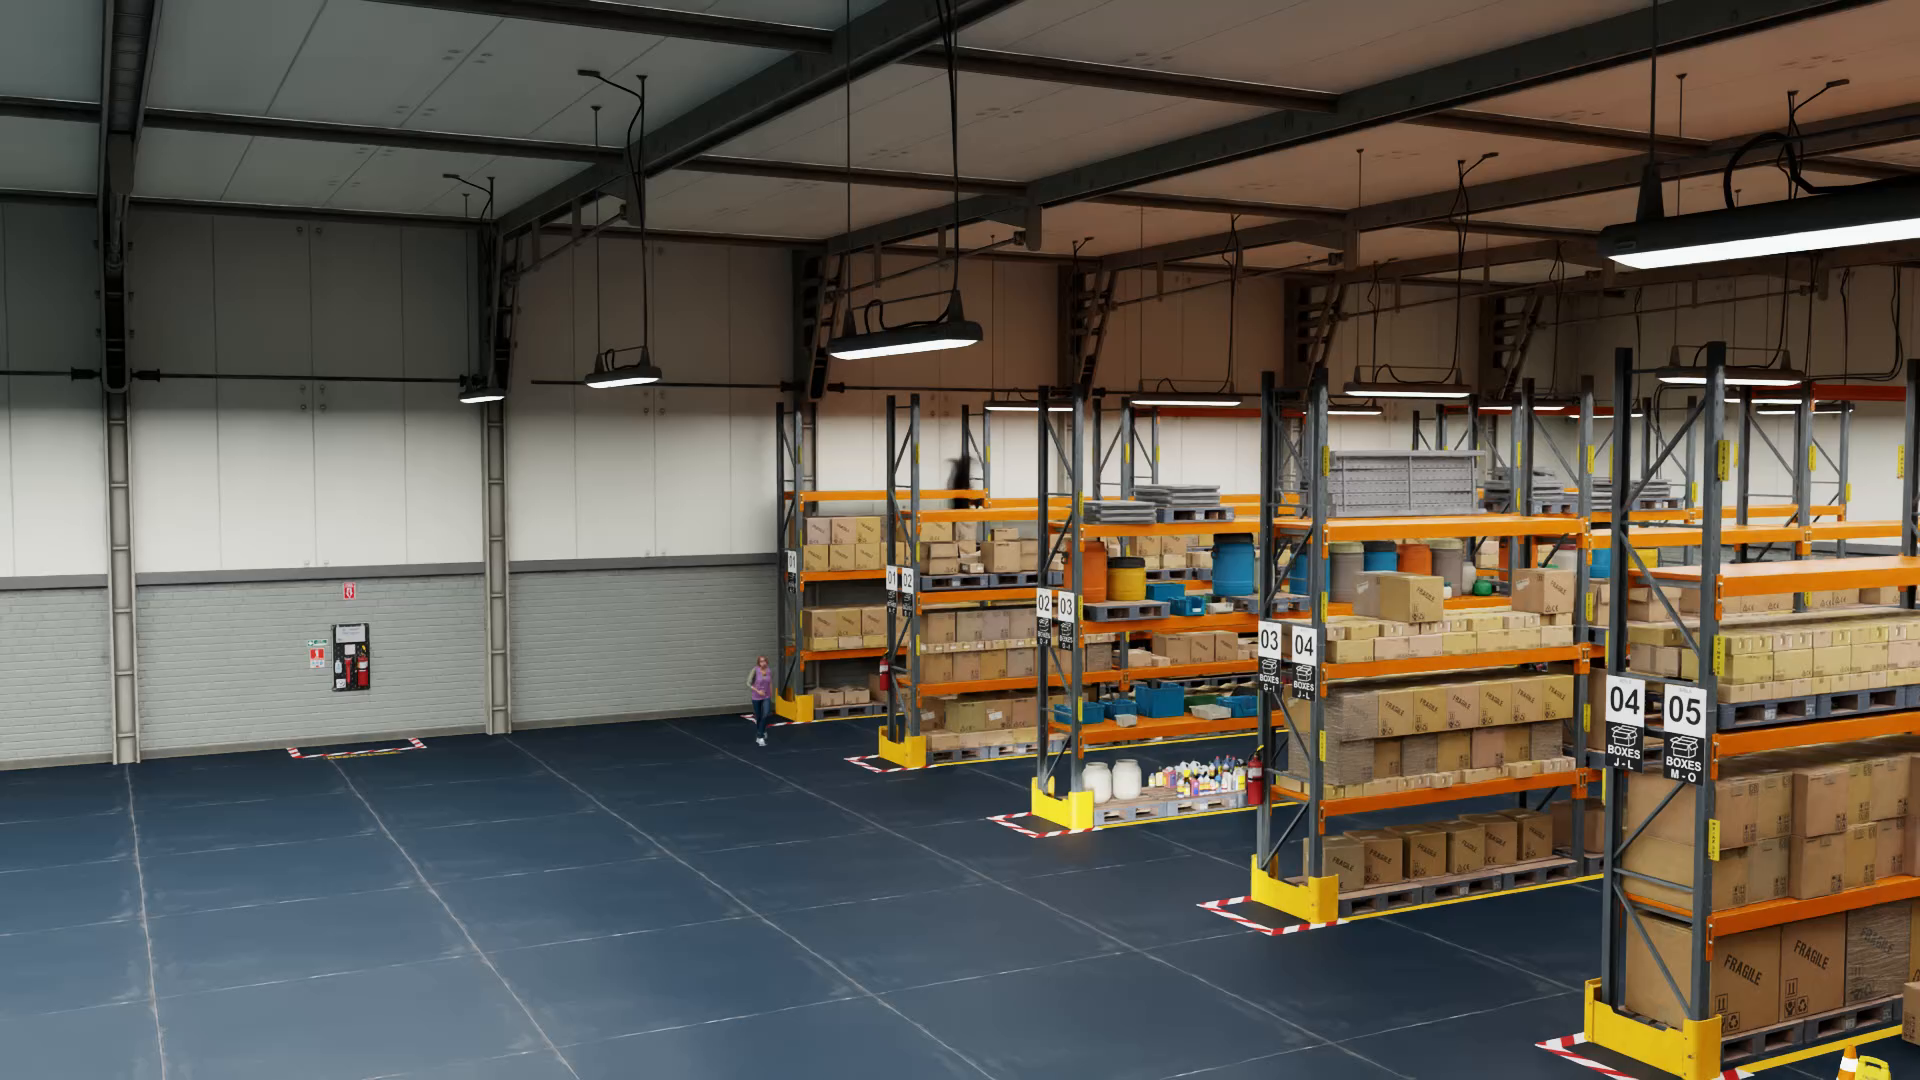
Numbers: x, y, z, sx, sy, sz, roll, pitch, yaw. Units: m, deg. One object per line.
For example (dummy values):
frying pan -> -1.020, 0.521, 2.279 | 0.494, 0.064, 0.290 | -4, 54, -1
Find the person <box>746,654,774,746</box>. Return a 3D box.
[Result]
person -> -3.479, 2.744, 28.888 | 0.518, 1.565, 0.755 | -1, 3, -16
